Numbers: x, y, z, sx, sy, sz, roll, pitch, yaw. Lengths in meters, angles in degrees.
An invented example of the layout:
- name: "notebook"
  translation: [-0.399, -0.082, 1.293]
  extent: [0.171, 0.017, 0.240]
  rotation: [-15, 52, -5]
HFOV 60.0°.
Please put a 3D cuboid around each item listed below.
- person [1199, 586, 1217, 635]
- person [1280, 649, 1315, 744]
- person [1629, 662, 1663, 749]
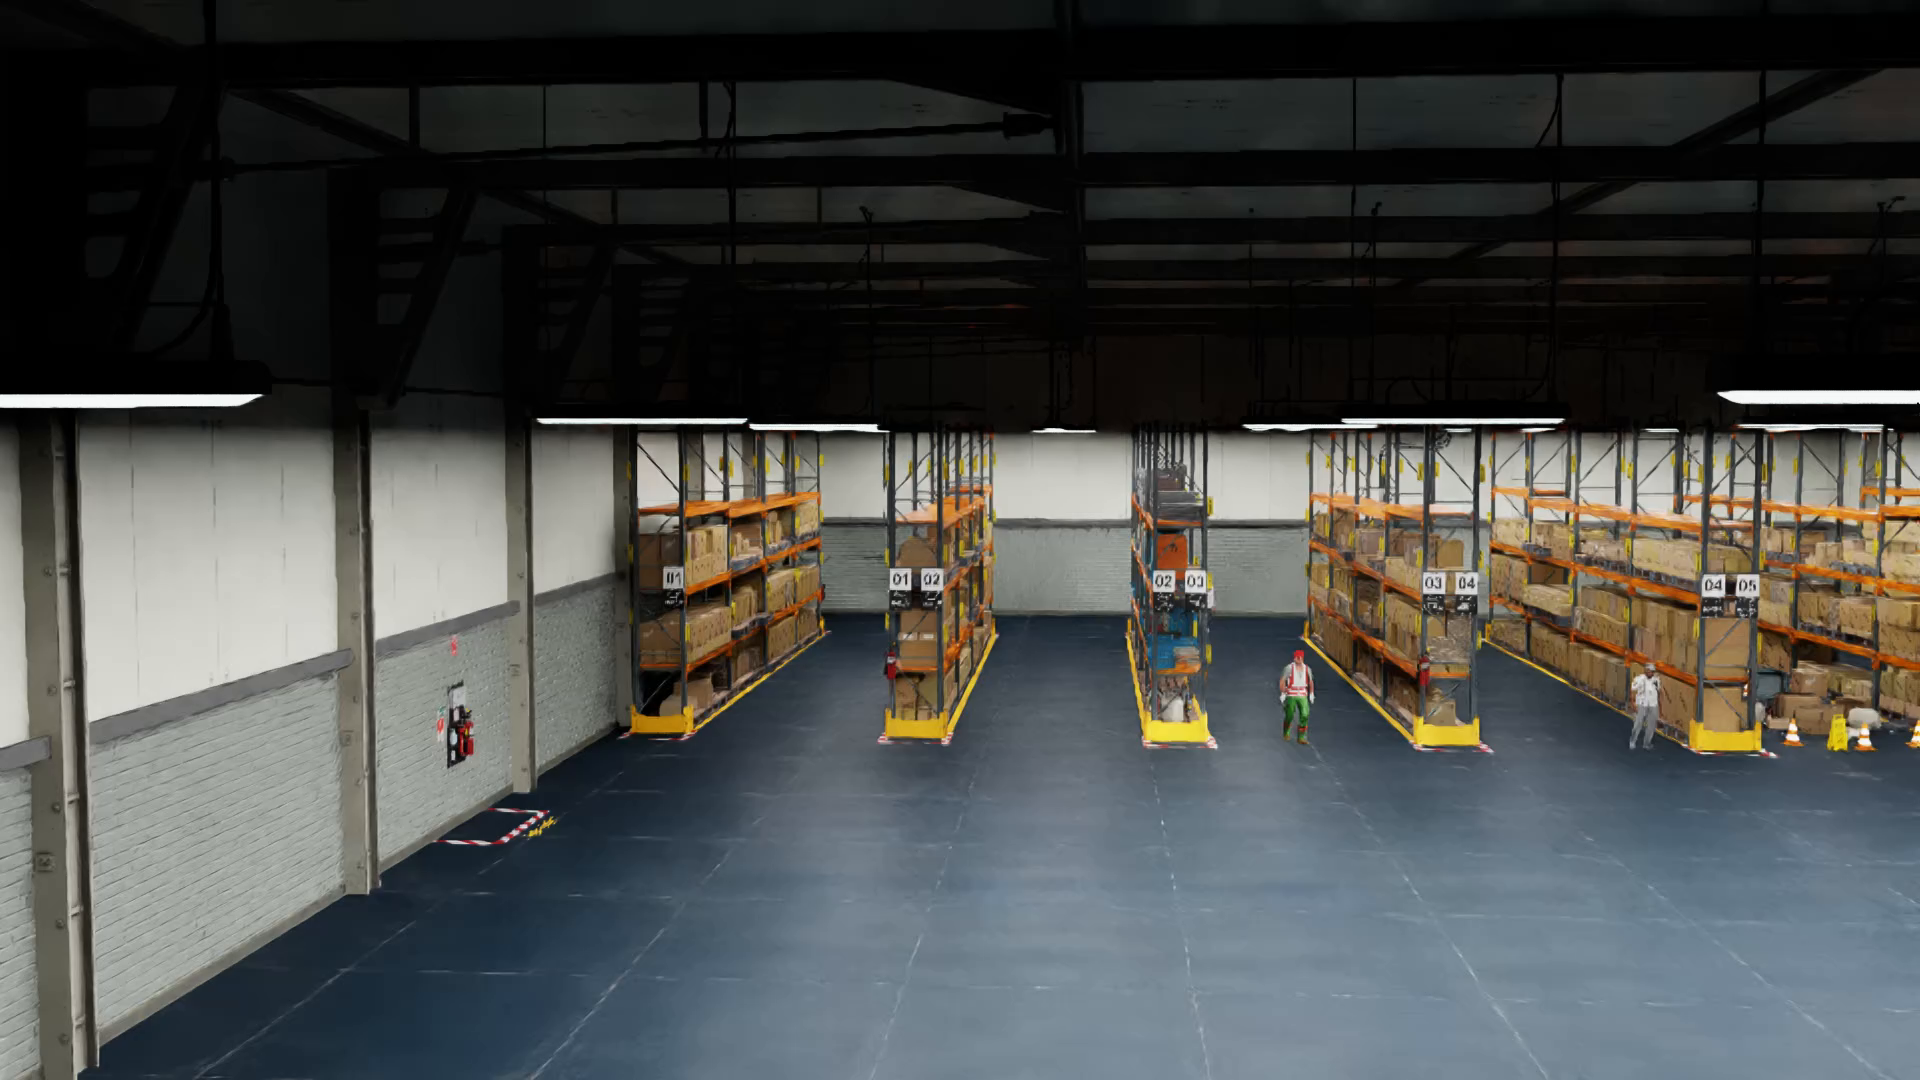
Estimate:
- name: "person"
  translation: [7.035, 1.864, 47.415]
  extent: [0.530, 1.700, 1.119]
  rotation: [0, 4, 2]
- name: "person"
  translation: [6.259, 2.887, 30.978]
  extent: [0.689, 1.752, 0.699]
  rotation: [0, 4, -3]
- name: "person"
  translation: [12.473, 3.004, 30.244]
  extent: [0.592, 1.625, 0.532]
  rotation: [0, 4, 3]
